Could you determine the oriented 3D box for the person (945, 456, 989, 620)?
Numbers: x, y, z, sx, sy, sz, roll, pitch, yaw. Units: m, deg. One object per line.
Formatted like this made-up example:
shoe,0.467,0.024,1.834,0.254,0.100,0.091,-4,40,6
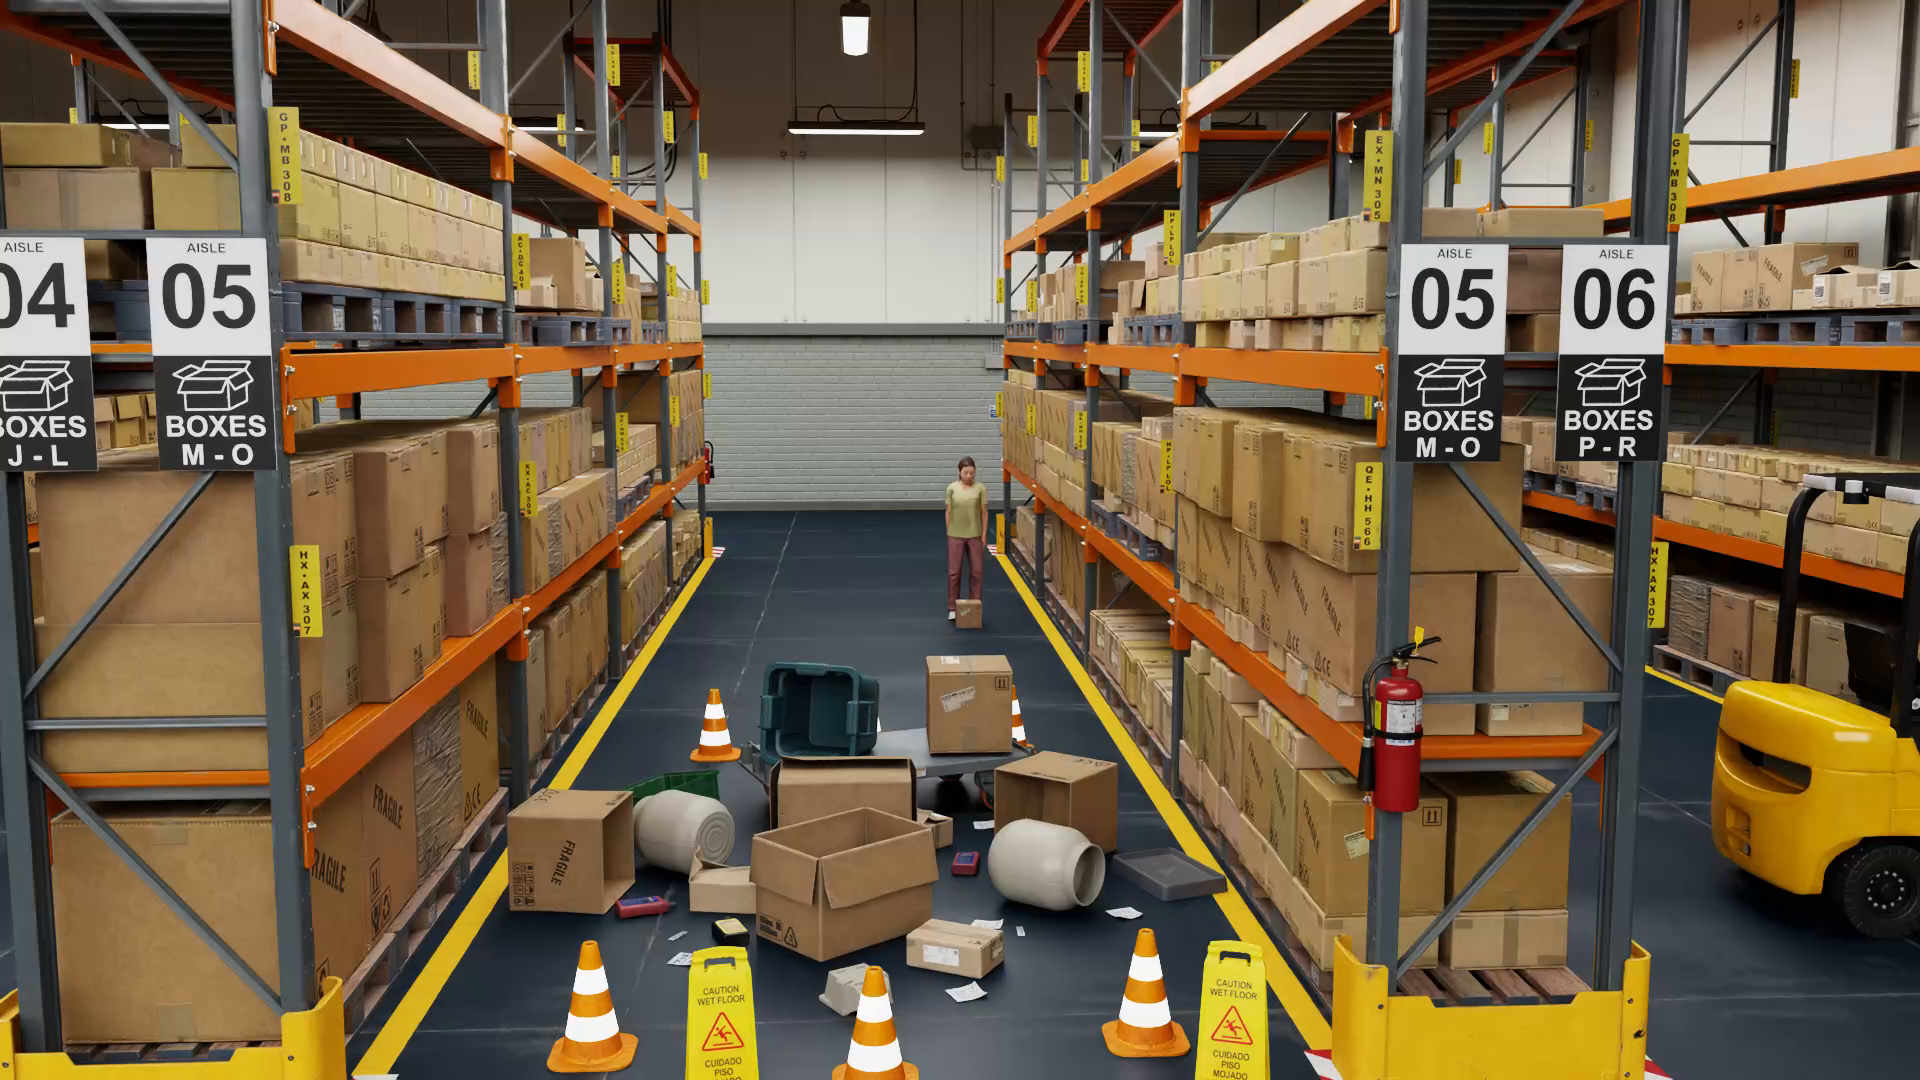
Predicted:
person,0.069,-0.024,16.995,0.447,1.670,0.365,0,7,-3
